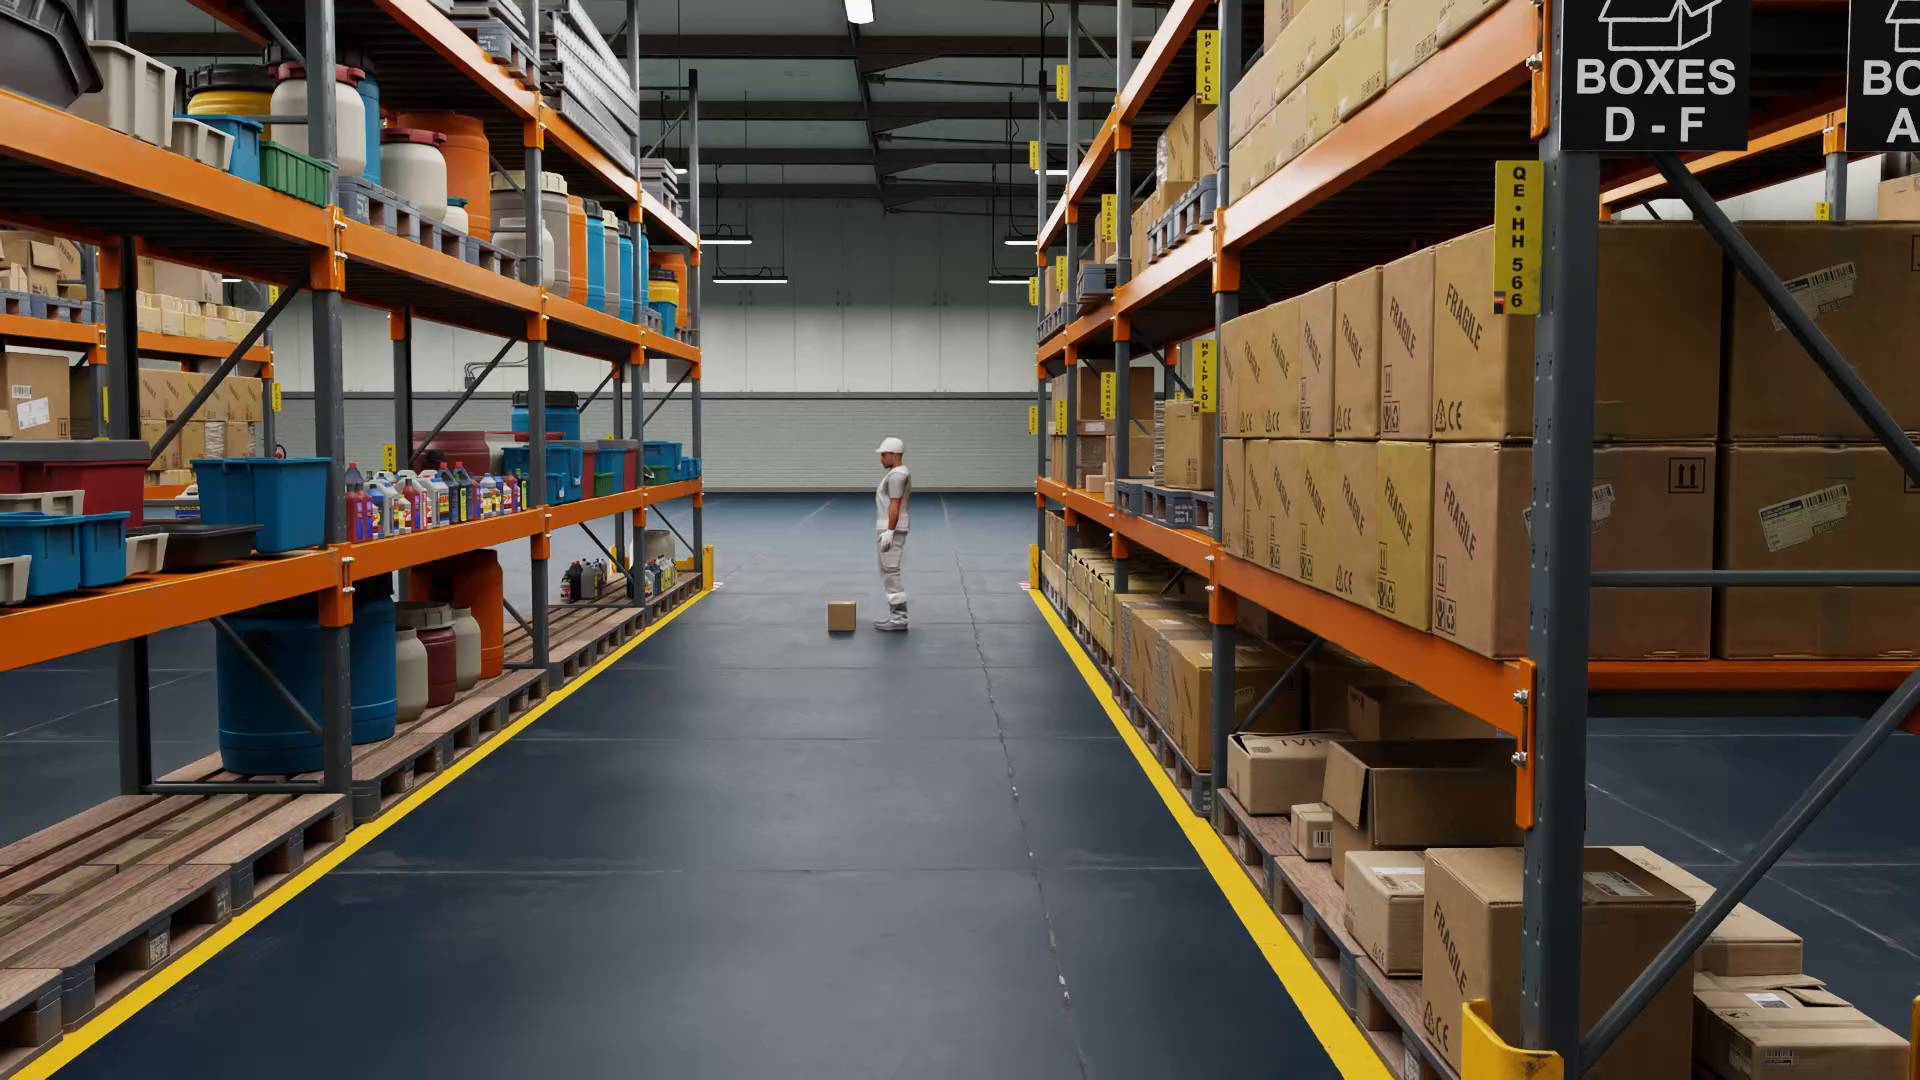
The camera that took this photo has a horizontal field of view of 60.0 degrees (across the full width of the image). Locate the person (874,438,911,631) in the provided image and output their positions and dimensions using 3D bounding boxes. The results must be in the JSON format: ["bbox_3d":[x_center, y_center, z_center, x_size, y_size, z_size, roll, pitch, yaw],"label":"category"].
[{"bbox_3d":[-0.627,-0.057,15.419,0.350,1.780,0.526,0,4,0],"label":"person"}]
